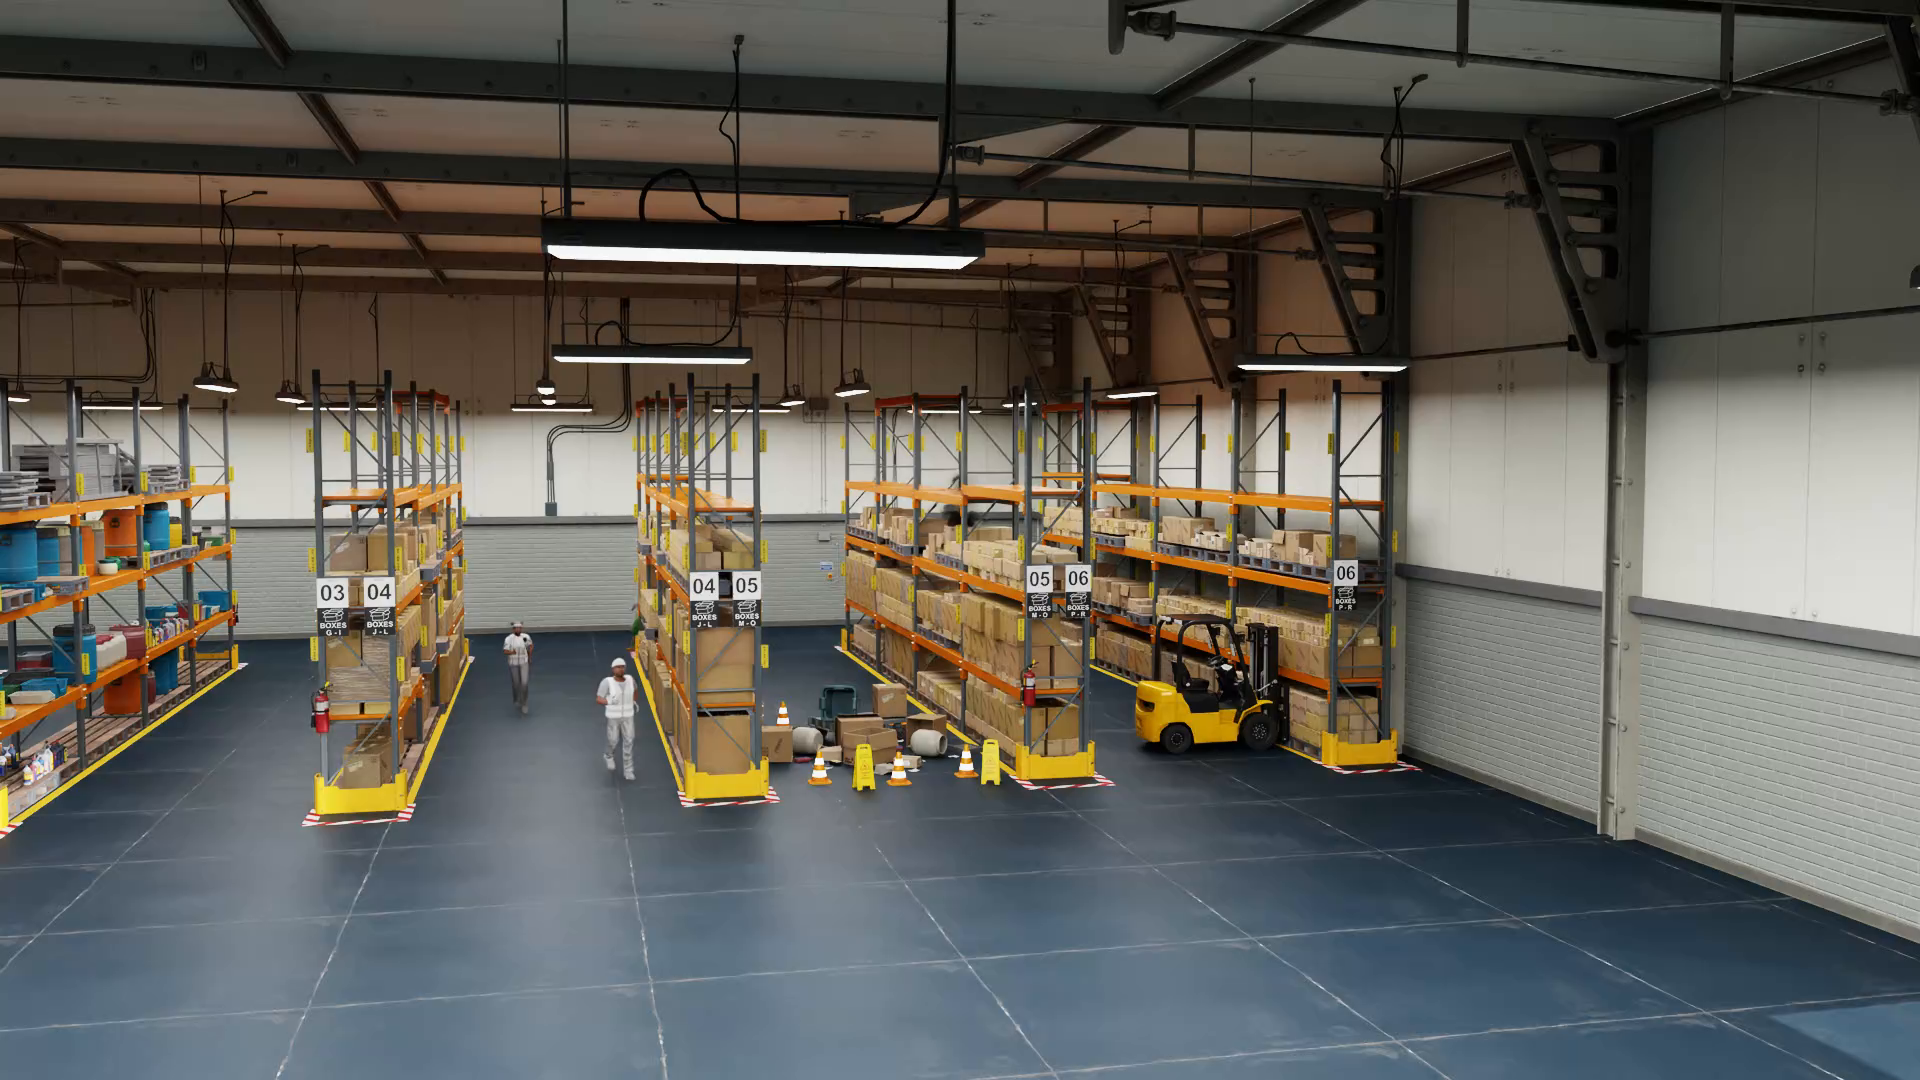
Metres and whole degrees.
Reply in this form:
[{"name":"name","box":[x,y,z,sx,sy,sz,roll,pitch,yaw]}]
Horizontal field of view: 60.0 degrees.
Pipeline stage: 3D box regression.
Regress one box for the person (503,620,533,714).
[{"name":"person","box":[-8.274,2.368,31.160,0.559,1.755,0.774,-1,3,-16]}]

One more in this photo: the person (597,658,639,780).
[{"name":"person","box":[-5.073,2.645,24.810,0.685,1.763,0.971,-2,4,-27]}]

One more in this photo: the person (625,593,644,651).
[{"name":"person","box":[-7.647,1.798,40.183,0.846,1.759,0.723,-2,4,-30]}]

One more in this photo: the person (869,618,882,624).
[{"name":"person","box":[-2.075,1.794,41.877,0.744,1.591,0.906,1,3,9]}]
